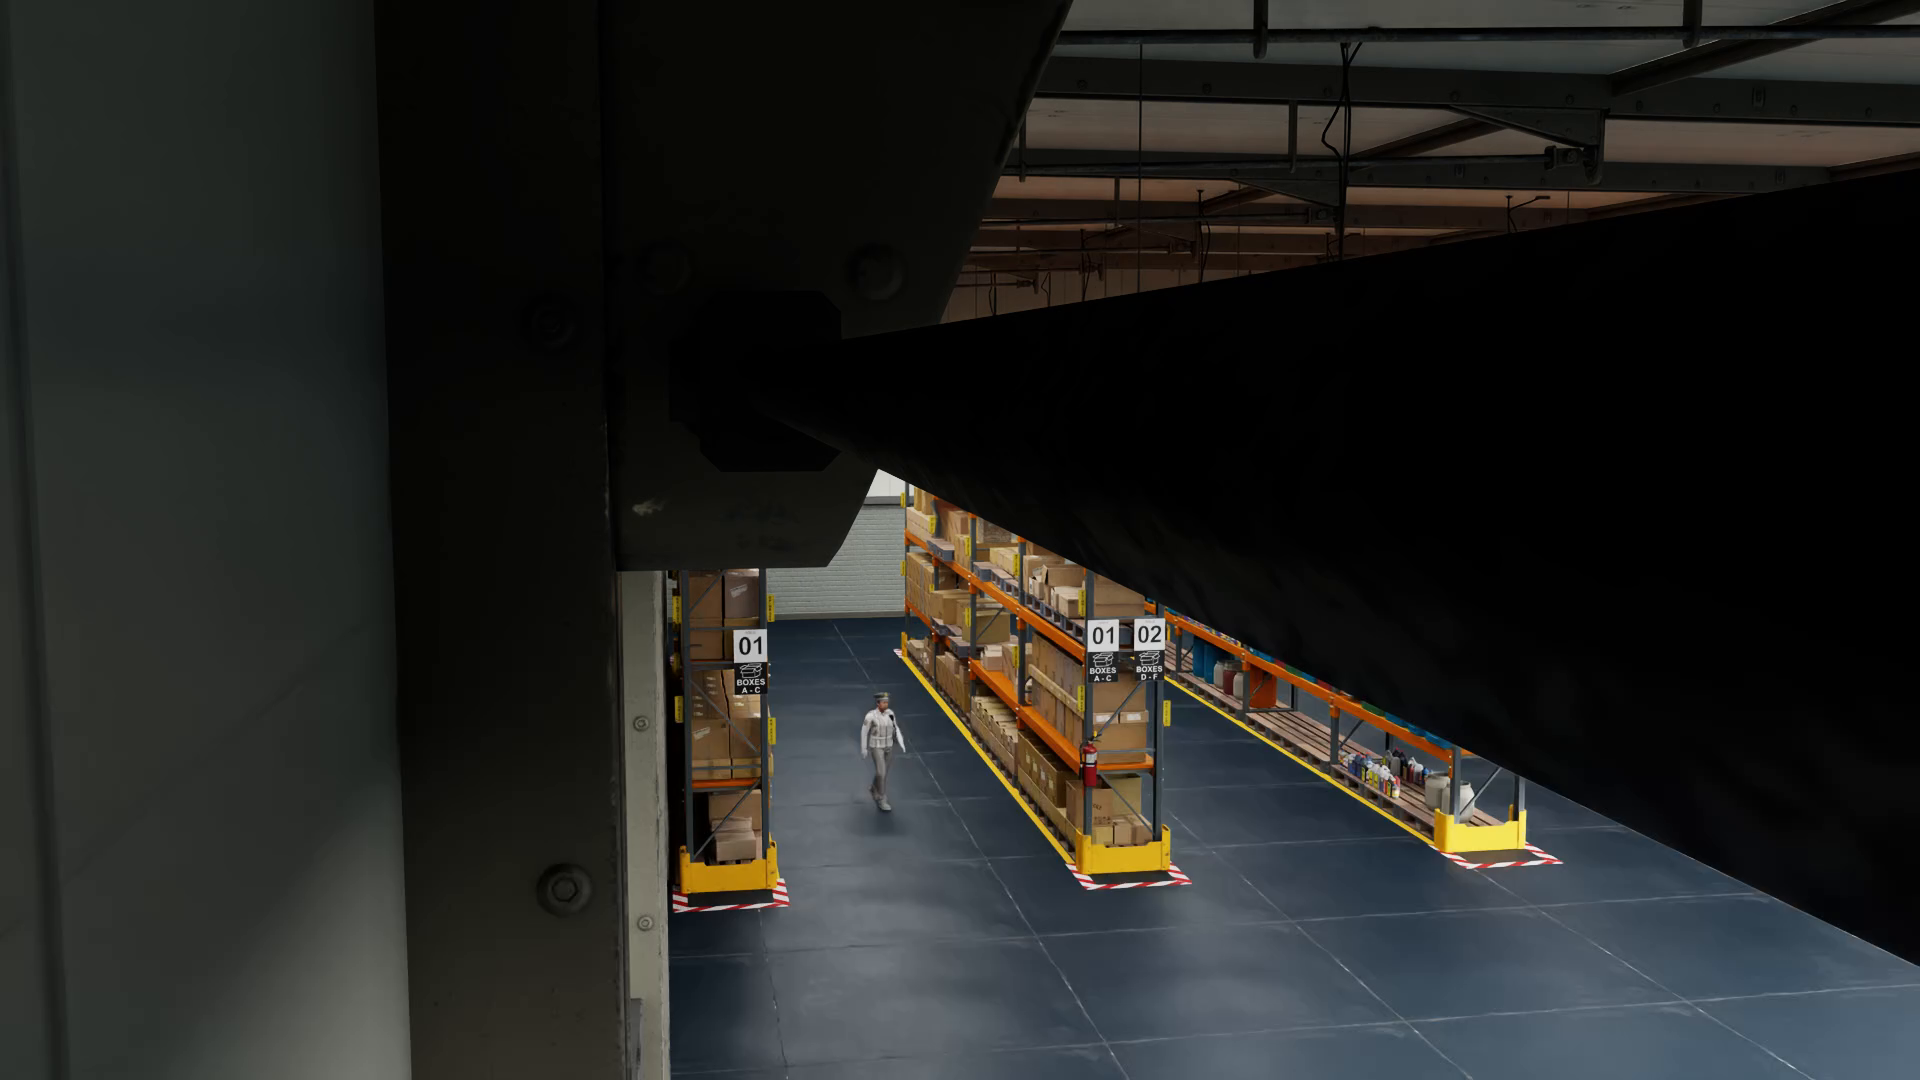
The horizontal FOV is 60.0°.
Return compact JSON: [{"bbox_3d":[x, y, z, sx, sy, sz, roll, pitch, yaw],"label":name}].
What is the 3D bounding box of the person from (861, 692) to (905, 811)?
[{"bbox_3d":[-1.139,3.012,24.082,0.523,1.670,0.763,-5,8,-39],"label":"person"}]
